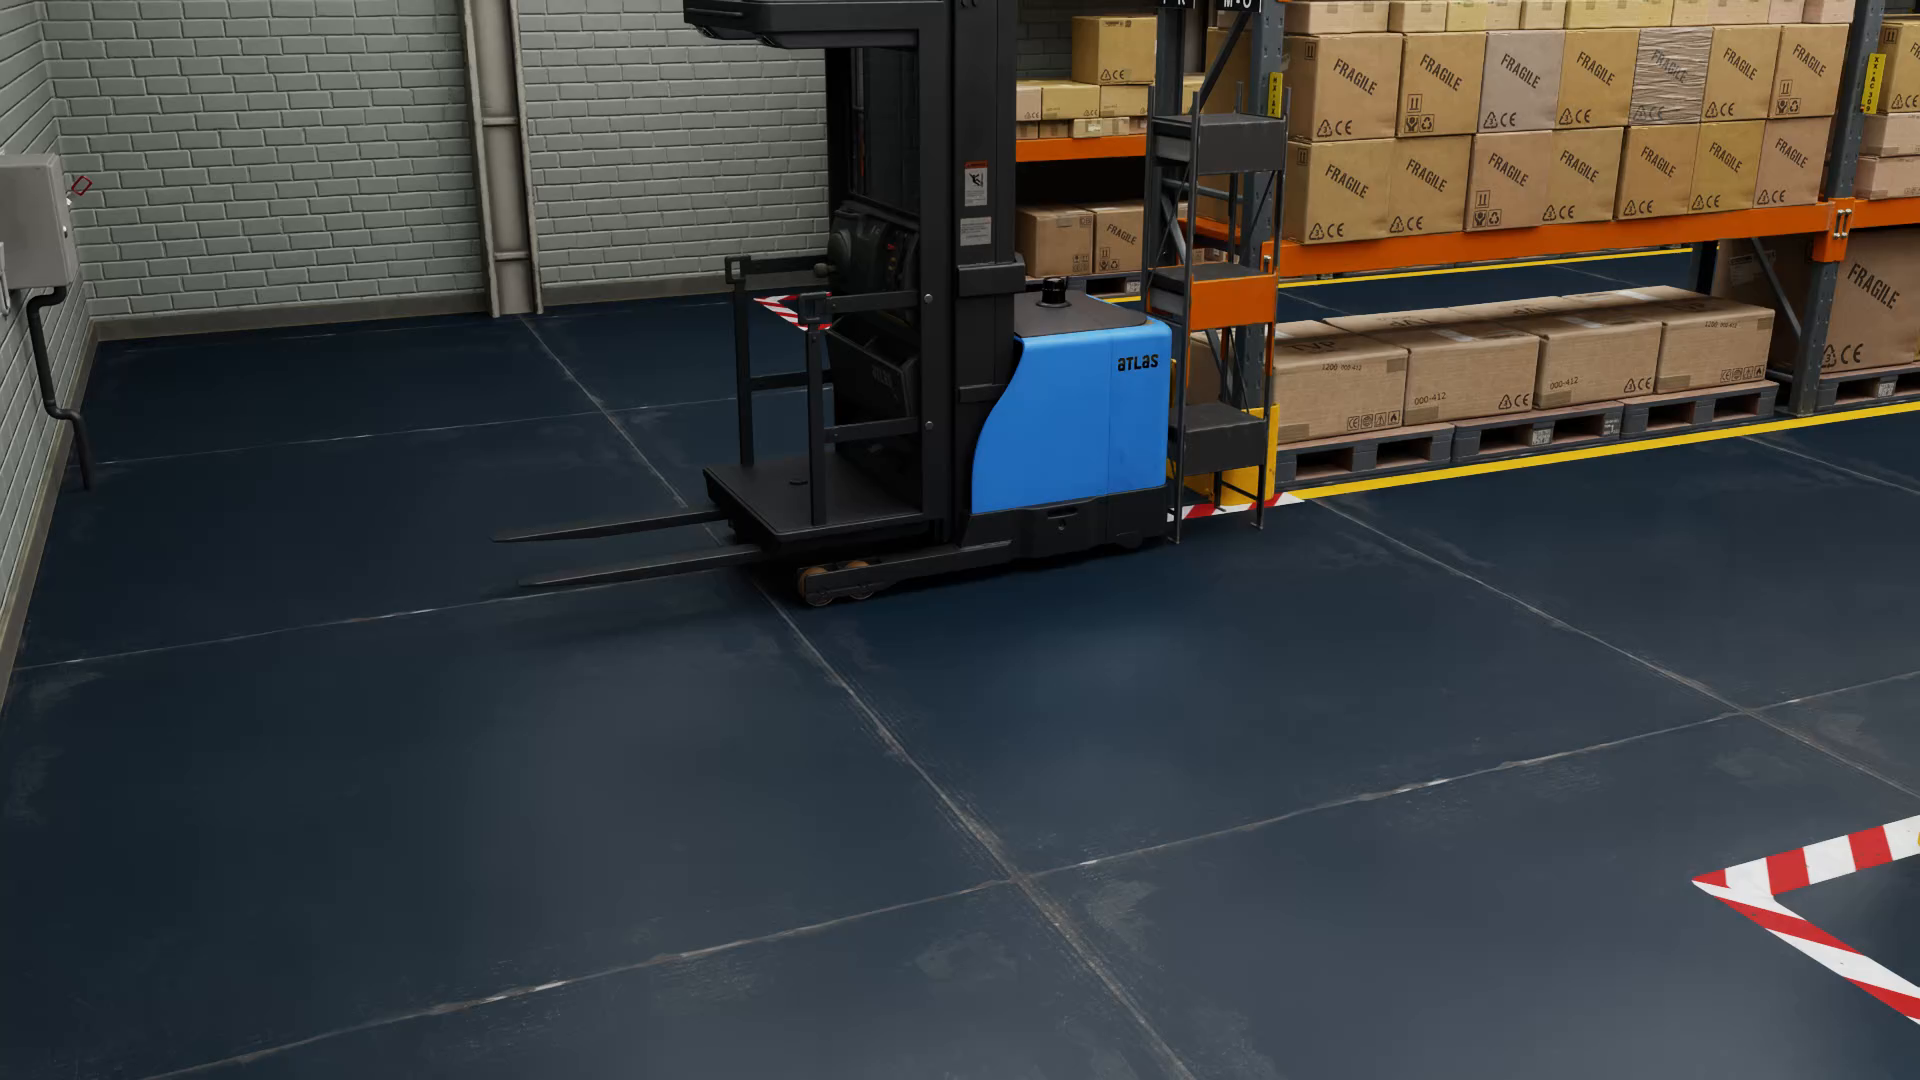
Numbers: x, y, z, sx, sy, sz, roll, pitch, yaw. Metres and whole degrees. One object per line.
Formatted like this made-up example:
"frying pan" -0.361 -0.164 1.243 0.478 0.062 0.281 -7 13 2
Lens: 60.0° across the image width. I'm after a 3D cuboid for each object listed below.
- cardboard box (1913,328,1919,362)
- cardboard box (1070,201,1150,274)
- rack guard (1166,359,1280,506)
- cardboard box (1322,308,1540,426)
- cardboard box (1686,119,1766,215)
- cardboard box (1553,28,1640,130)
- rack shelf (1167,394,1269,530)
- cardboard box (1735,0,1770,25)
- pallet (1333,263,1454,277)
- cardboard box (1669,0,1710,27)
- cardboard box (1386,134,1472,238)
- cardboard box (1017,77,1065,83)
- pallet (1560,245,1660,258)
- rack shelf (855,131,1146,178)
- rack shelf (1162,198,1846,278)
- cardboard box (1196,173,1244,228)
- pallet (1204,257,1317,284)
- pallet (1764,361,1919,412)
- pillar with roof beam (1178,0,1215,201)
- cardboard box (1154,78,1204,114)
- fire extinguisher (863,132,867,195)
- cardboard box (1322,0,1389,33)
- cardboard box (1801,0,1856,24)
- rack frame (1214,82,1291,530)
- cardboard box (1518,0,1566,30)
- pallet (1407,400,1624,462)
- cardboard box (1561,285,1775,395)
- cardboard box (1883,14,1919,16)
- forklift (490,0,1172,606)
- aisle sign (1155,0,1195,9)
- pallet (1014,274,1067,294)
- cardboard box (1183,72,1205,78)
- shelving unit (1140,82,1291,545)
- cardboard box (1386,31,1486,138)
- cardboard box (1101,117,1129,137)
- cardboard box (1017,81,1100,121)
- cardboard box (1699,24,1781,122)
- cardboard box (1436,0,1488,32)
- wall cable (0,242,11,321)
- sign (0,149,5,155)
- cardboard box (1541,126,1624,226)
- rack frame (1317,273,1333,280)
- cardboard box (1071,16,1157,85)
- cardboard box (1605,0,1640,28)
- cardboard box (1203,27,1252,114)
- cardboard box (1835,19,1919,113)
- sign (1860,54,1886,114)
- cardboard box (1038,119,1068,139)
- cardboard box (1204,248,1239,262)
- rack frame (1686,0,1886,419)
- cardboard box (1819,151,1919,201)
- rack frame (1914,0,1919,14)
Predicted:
"cardboard box" 6.322 -1.735 11.000 0.875 0.875 0.875 -8 21 -20
"cardboard box" 1.240 -2.509 13.764 0.500 0.500 0.500 -8 21 -21
"rack guard" 1.263 -0.604 8.984 0.348 0.500 1.175 -8 21 -22
"cardboard box" 2.689 -1.016 9.616 0.875 0.438 0.875 -8 21 -20
"cardboard box" 4.163 -2.151 9.464 0.500 0.500 0.500 -9 21 -23
"cardboard box" 3.238 -2.487 8.913 0.500 0.500 0.500 -8 21 -22
"rack shelf" 1.173 -0.390 8.115 0.480 0.518 0.431 -9 21 -25
"cardboard box" 4.283 -2.968 9.302 0.250 0.149 0.380 -8 21 -22
"pallet" 3.720 -2.628 15.170 1.213 0.211 1.003 -8 21 -22
"cardboard box" 3.842 -2.885 9.067 0.250 0.149 0.380 -8 21 -22
"cardboard box" 2.293 -1.884 8.705 0.500 0.500 0.500 -8 21 -23
"cardboard box" 0.563 -3.641 13.625 0.500 0.250 0.500 -7 21 -20
"pallet" 5.961 -2.949 16.081 1.213 0.211 1.003 -8 21 -22
"rack shelf" 1.152 -3.223 13.742 4.000 0.370 1.077 -8 21 -22
"rack shelf" 3.122 -1.710 9.444 4.000 0.370 1.077 -8 21 -22
"cardboard box" 1.623 -1.977 8.970 0.500 0.500 0.500 -8 21 -22
"pallet" 2.357 -2.420 14.577 1.213 0.211 1.003 -8 21 -22
"pallet" 5.637 -1.121 10.889 1.213 0.211 1.003 -8 21 -22
"pillar with roof beam" 3.697 -5.525 10.165 0.400 9.000 9.100 -8 21 -22
"cardboard box" 1.700 -3.621 13.569 0.500 0.250 0.500 -8 21 -22
"fire extinguisher" -0.636 -2.926 12.495 0.183 0.674 0.296 -8 21 -22
"cardboard box" 1.933 -2.629 8.340 0.250 0.149 0.380 -8 21 -21
"cardboard box" 4.801 -2.999 9.391 0.250 0.149 0.380 -9 21 -23
"rack frame" 1.392 -1.098 7.980 0.015 2.100 0.400 -9 21 -25
"cardboard box" 2.918 -2.739 8.652 0.250 0.149 0.380 -8 21 -21
"pallet" 3.107 -0.759 9.859 1.213 0.211 1.003 -8 21 -22
"cardboard box" 4.339 -1.252 10.286 0.875 0.438 0.875 -8 21 -23
"cardboard box" 6.214 -3.097 10.646 0.500 0.500 0.500 -7 21 -20
"forklift" -0.572 -1.295 7.286 3.031 2.935 1.130 -9 21 -23
"aisle sign" 1.096 -3.097 8.388 0.004 0.787 0.394 -8 21 -22
"pallet" 0.117 -2.099 13.666 1.213 0.211 1.003 -8 21 -22
"cardboard box" 1.969 -3.844 14.201 0.500 0.250 0.500 -8 21 -22
"shelving unit" 1.173 -1.063 7.878 0.503 2.100 0.431 -9 21 -25
"cardboard box" 2.310 -2.351 8.527 0.500 0.500 0.500 -9 21 -23
"cardboard box" 1.162 -3.335 13.356 0.250 0.149 0.380 -8 21 -21
"cardboard box" 0.766 -3.480 13.168 0.500 0.250 0.500 -9 21 -23
"cardboard box" 4.165 -2.620 9.291 0.500 0.500 0.500 -8 21 -23
"cardboard box" 2.452 -2.668 8.451 0.250 0.149 0.380 -9 21 -24
"wall cable" -4.456 -1.947 7.506 0.122 1.984 0.588 -8 21 -22
"sign" -4.967 -1.775 8.691 0.001 0.494 0.329 -8 21 -22
"cardboard box" 3.221 -2.016 9.081 0.500 0.500 0.500 -7 21 -20
"rack frame" 2.988 -3.825 14.370 0.127 3.000 1.000 -8 21 -22
"cardboard box" 1.216 -3.897 13.223 0.500 0.500 0.500 -8 21 -21
"cardboard box" 3.383 -2.813 8.863 0.250 0.149 0.380 -8 21 -22
"cardboard box" 1.634 -2.441 8.781 0.500 0.500 0.500 -7 21 -20
"cardboard box" 5.476 -2.801 9.805 0.500 0.500 0.500 -8 21 -21
"sign" 5.179 -2.589 9.435 0.005 0.325 0.100 -8 21 -22
"cardboard box" 0.667 -3.284 13.211 0.250 0.149 0.380 -8 21 -21
"cardboard box" 2.265 -2.524 14.158 0.258 0.266 0.396 -7 21 -20
"rack frame" 4.958 -2.312 10.072 0.127 3.000 1.000 -8 21 -22
"cardboard box" 5.467 -2.219 10.033 0.500 0.250 0.500 -9 21 -23
"rack frame" 10.334 -4.878 17.359 0.127 3.000 1.000 -8 21 -22
